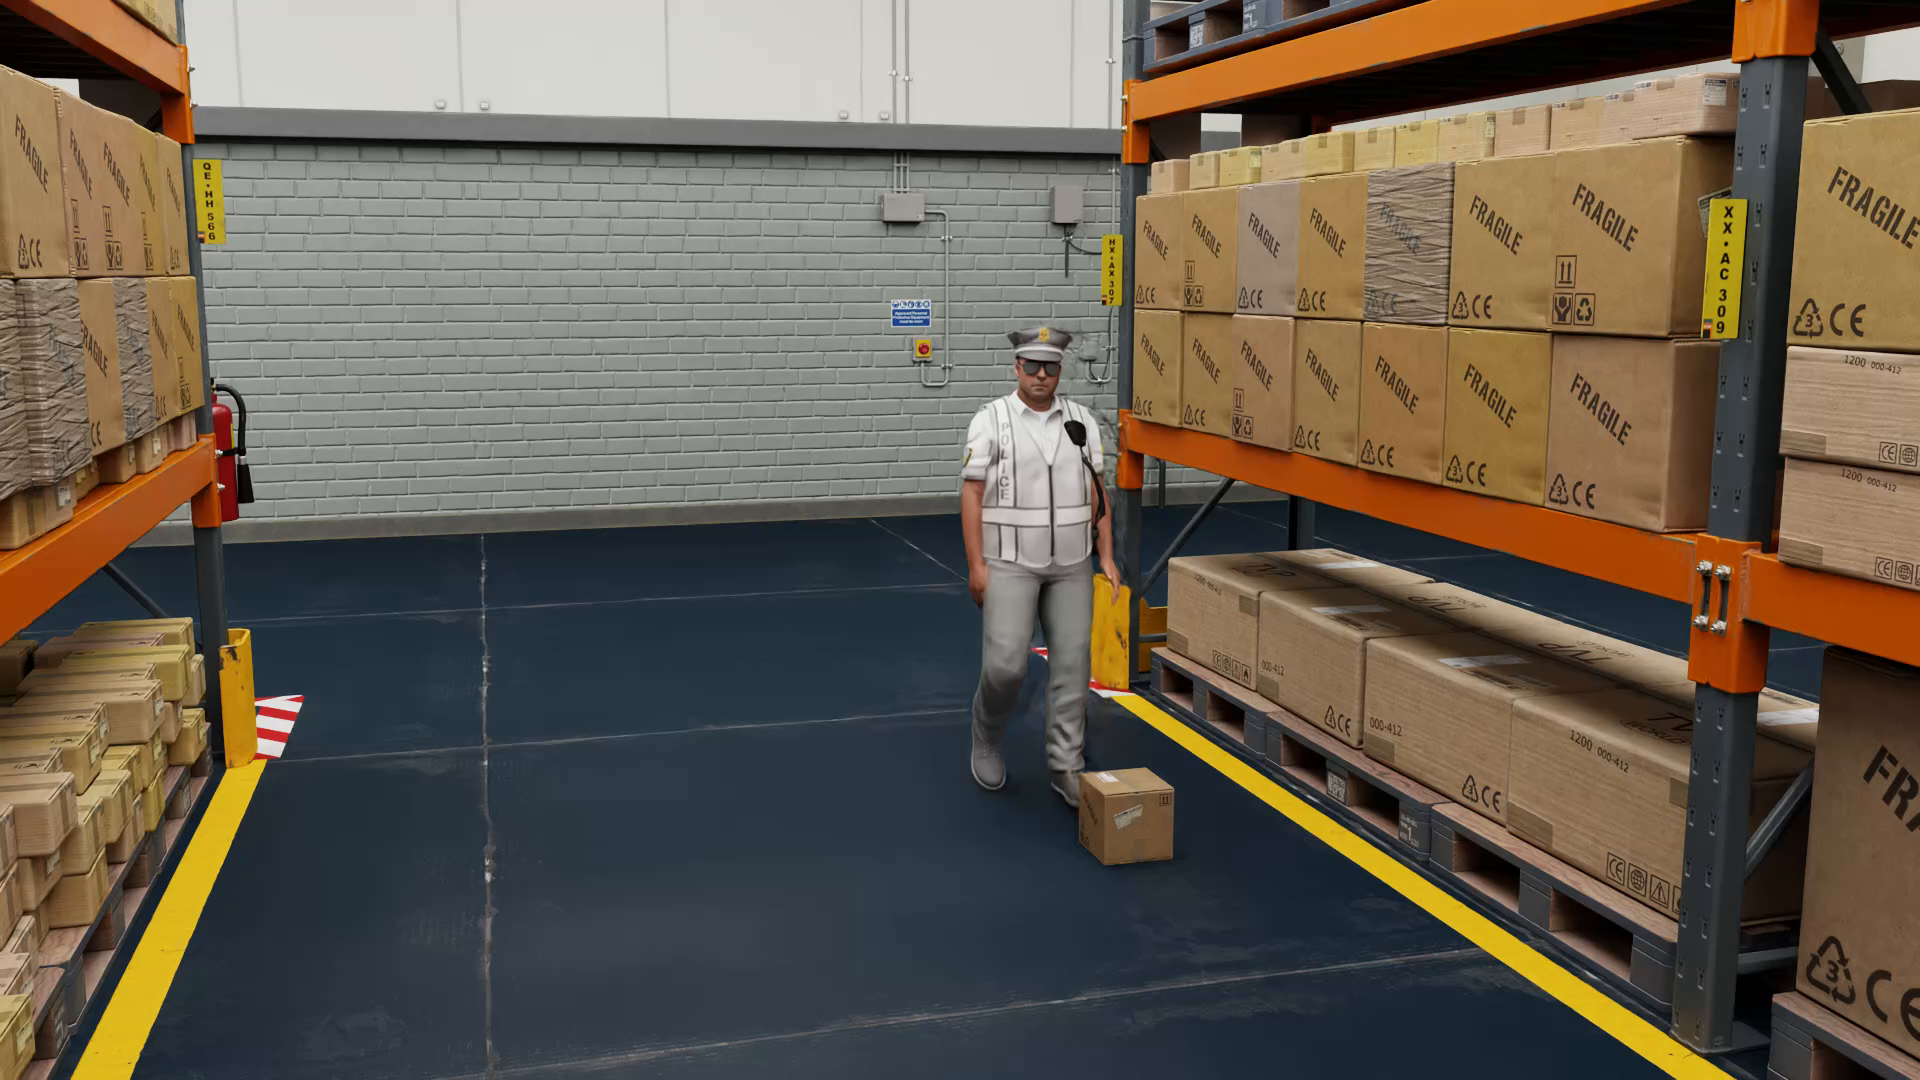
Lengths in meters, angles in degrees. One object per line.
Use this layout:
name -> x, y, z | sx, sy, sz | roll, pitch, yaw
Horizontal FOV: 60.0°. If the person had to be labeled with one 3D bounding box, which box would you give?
person -> 0.307, 0.092, 6.178 | 0.560, 1.764, 0.624 | -3, 10, -16
